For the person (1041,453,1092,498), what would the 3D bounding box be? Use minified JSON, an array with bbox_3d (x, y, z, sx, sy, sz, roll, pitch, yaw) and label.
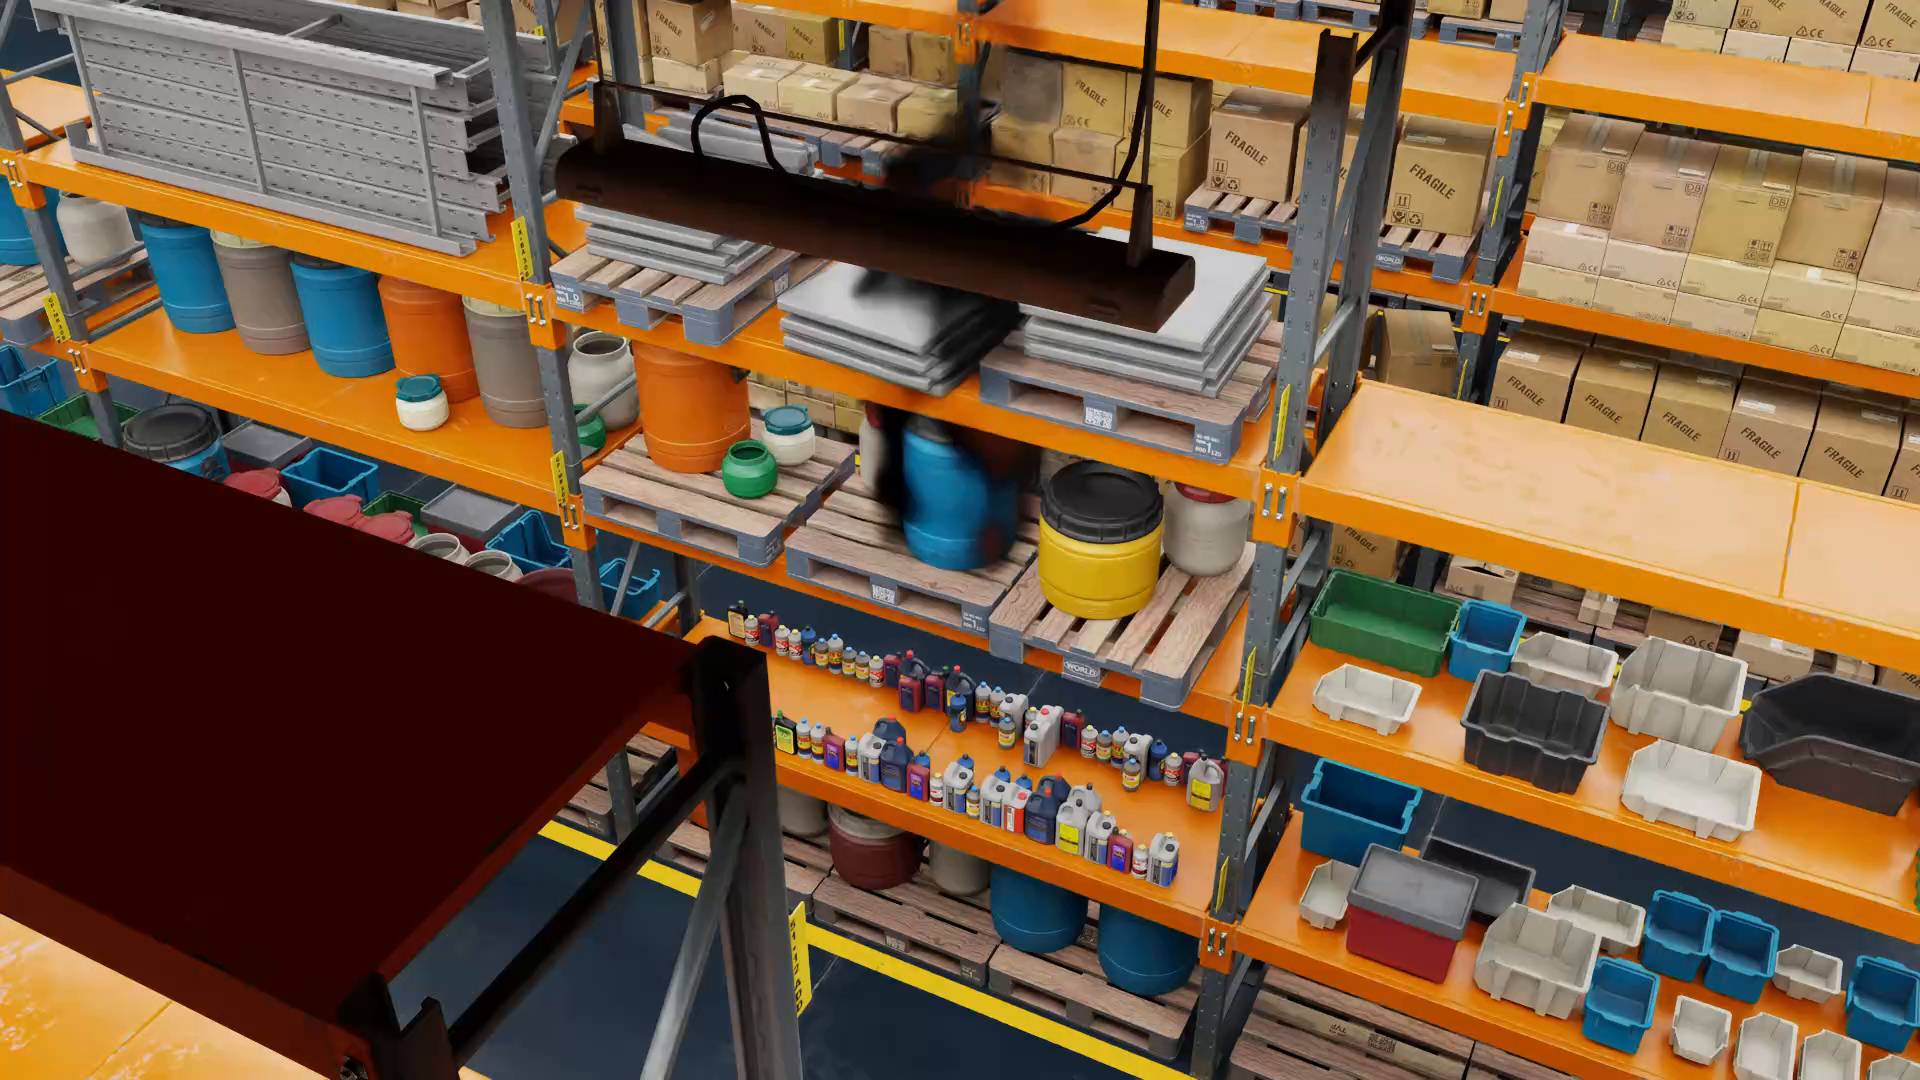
[{"bbox_3d":[0.937,0.041,11.801,0.884,1.816,0.647,10,36,14],"label":"person"}]
